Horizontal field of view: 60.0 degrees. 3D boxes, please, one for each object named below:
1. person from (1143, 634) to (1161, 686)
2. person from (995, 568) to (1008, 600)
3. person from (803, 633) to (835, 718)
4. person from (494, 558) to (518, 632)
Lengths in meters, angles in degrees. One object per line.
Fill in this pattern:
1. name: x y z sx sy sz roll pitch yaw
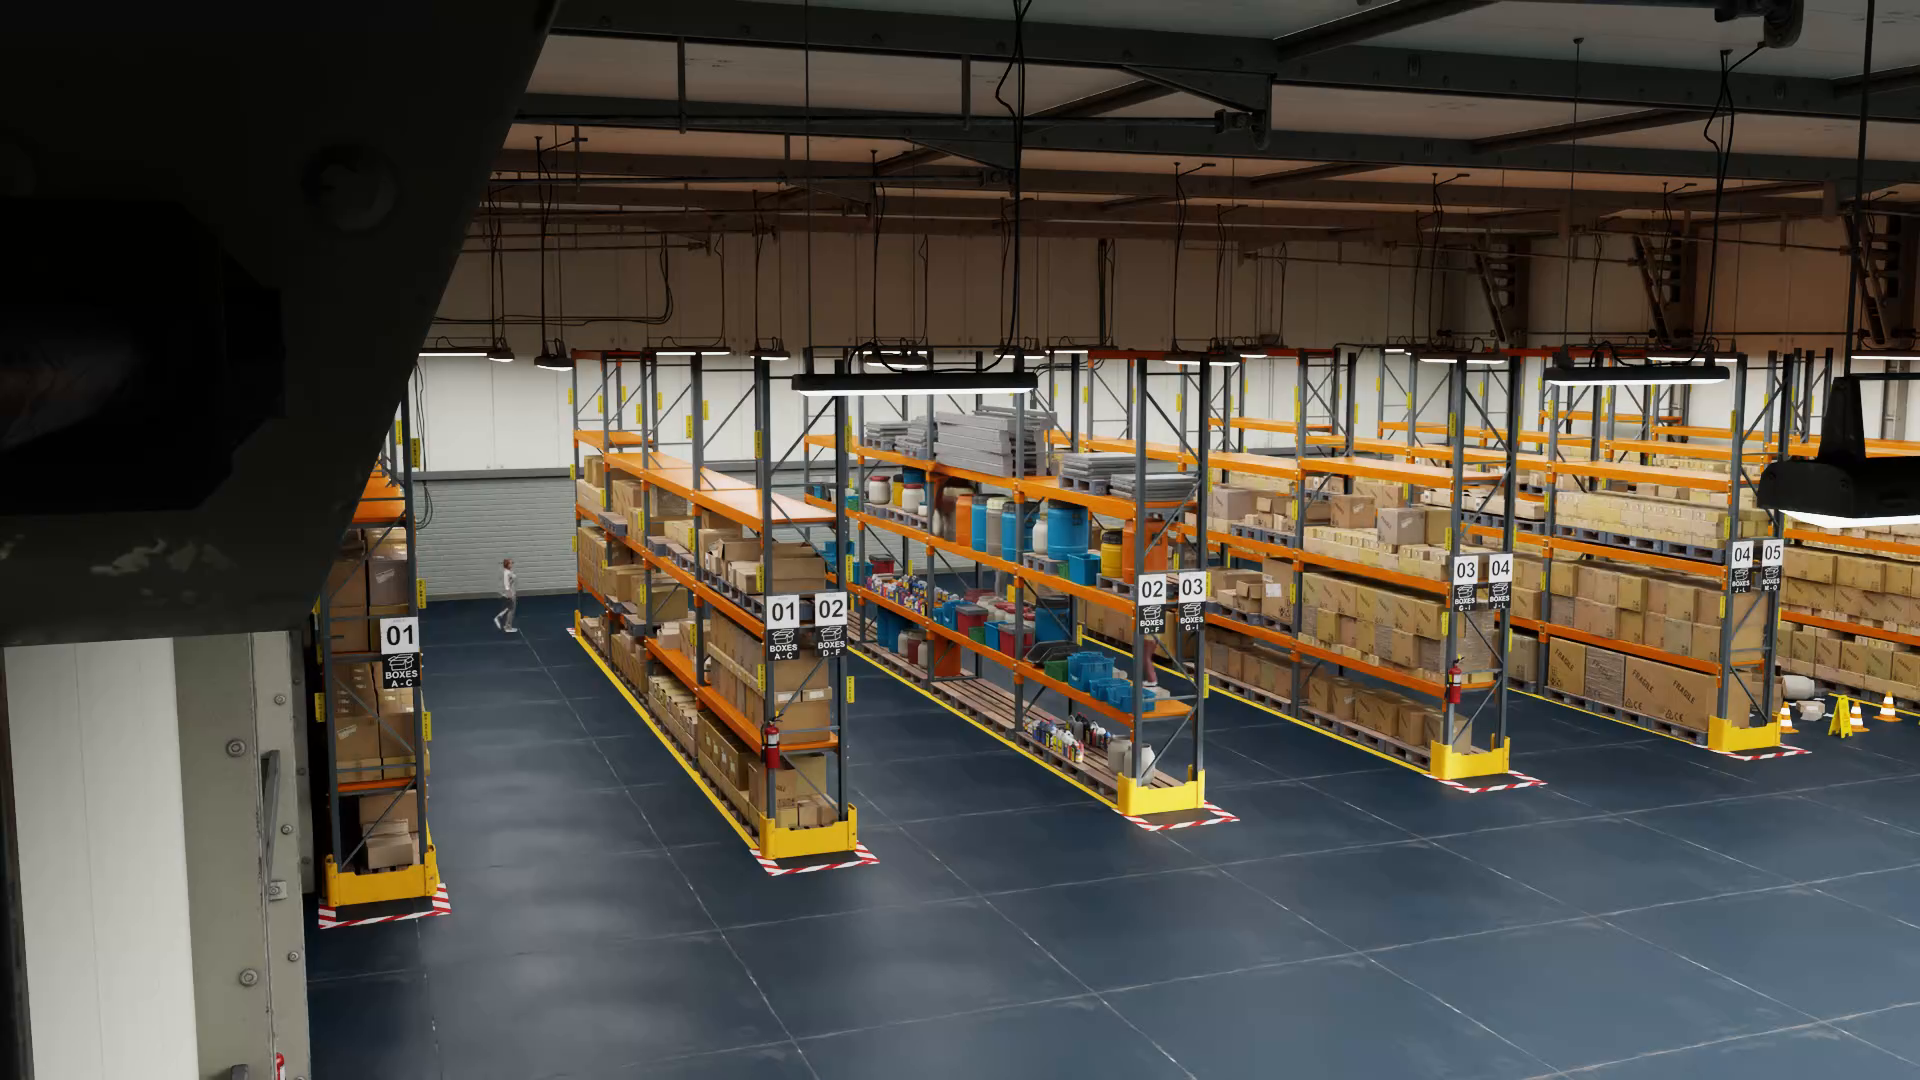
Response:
1. person: 3.417 1.835 29.822 0.545 1.731 0.483 4 8 29
2. person: 1.027 0.584 39.583 0.471 1.704 0.414 -7 10 -44
3. person: -2.398 2.169 27.152 0.585 1.579 0.561 1 7 9
4. person: -9.595 1.167 35.147 0.490 1.581 0.476 -6 9 -39
